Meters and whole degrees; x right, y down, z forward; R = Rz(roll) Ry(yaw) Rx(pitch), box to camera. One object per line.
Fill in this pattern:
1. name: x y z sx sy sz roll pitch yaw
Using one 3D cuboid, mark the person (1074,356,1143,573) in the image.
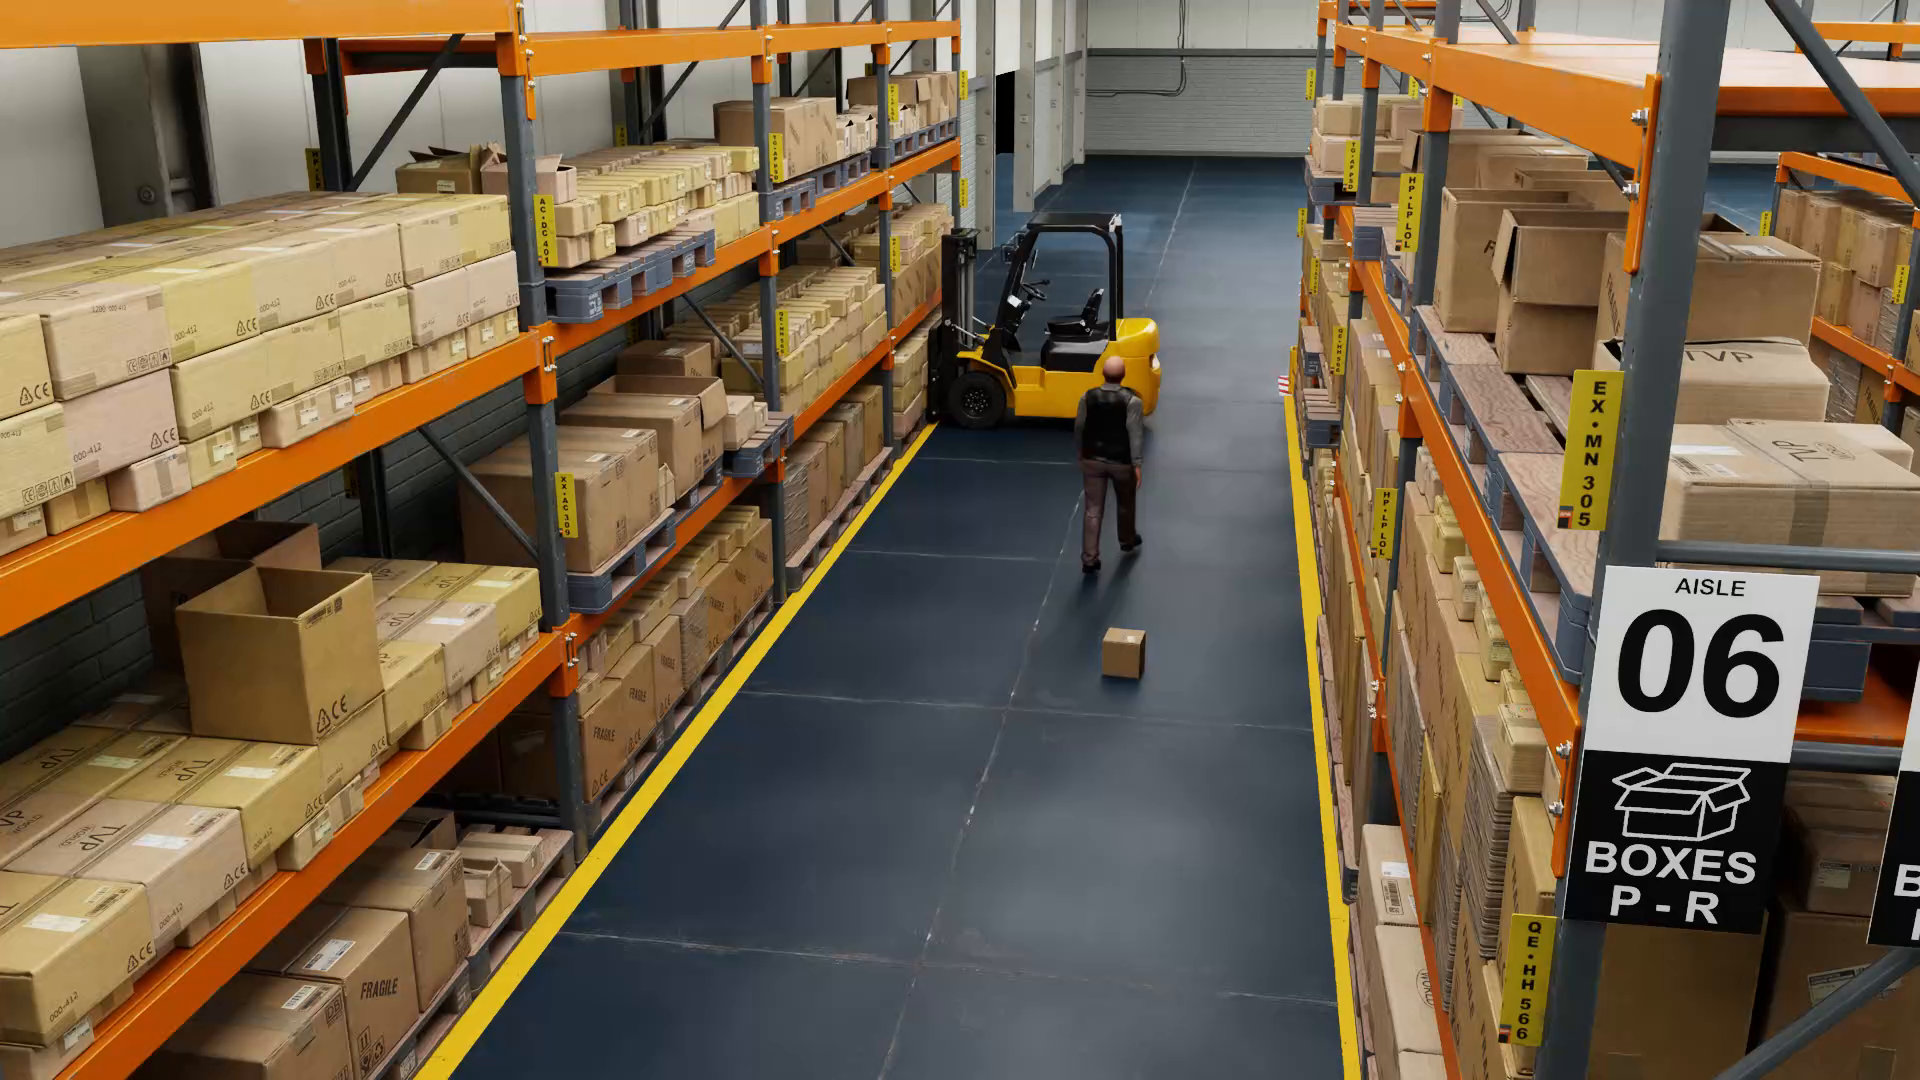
1. person: 1.189 -0.645 13.064 0.569 1.663 1.015 5 18 15
